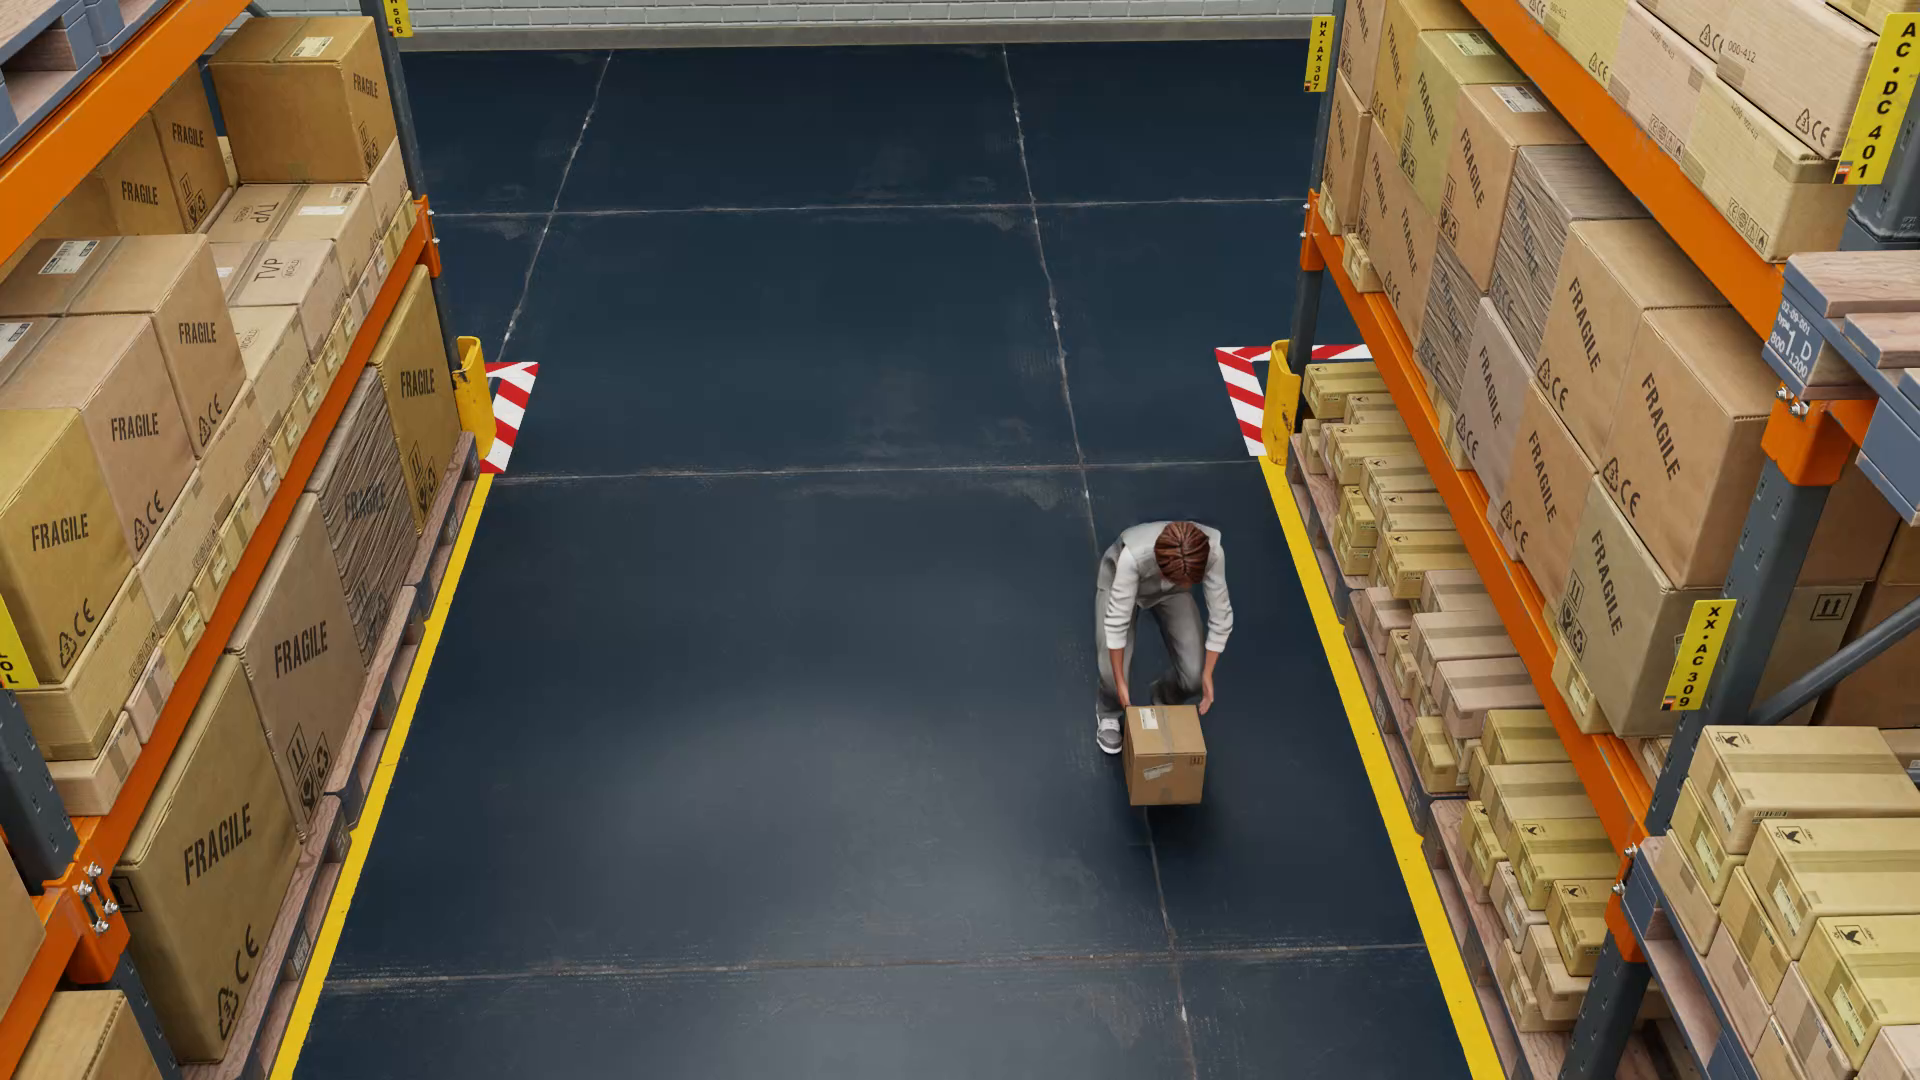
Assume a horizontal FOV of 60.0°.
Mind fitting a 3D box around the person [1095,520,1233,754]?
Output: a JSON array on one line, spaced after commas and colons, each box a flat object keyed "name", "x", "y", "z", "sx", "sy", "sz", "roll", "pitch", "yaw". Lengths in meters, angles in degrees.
[{"name": "person", "x": 0.733, "y": 0.308, "z": 6.092, "sx": 0.465, "sy": 1.175, "sz": 0.710, "roll": -2, "pitch": 36, "yaw": -2}]
